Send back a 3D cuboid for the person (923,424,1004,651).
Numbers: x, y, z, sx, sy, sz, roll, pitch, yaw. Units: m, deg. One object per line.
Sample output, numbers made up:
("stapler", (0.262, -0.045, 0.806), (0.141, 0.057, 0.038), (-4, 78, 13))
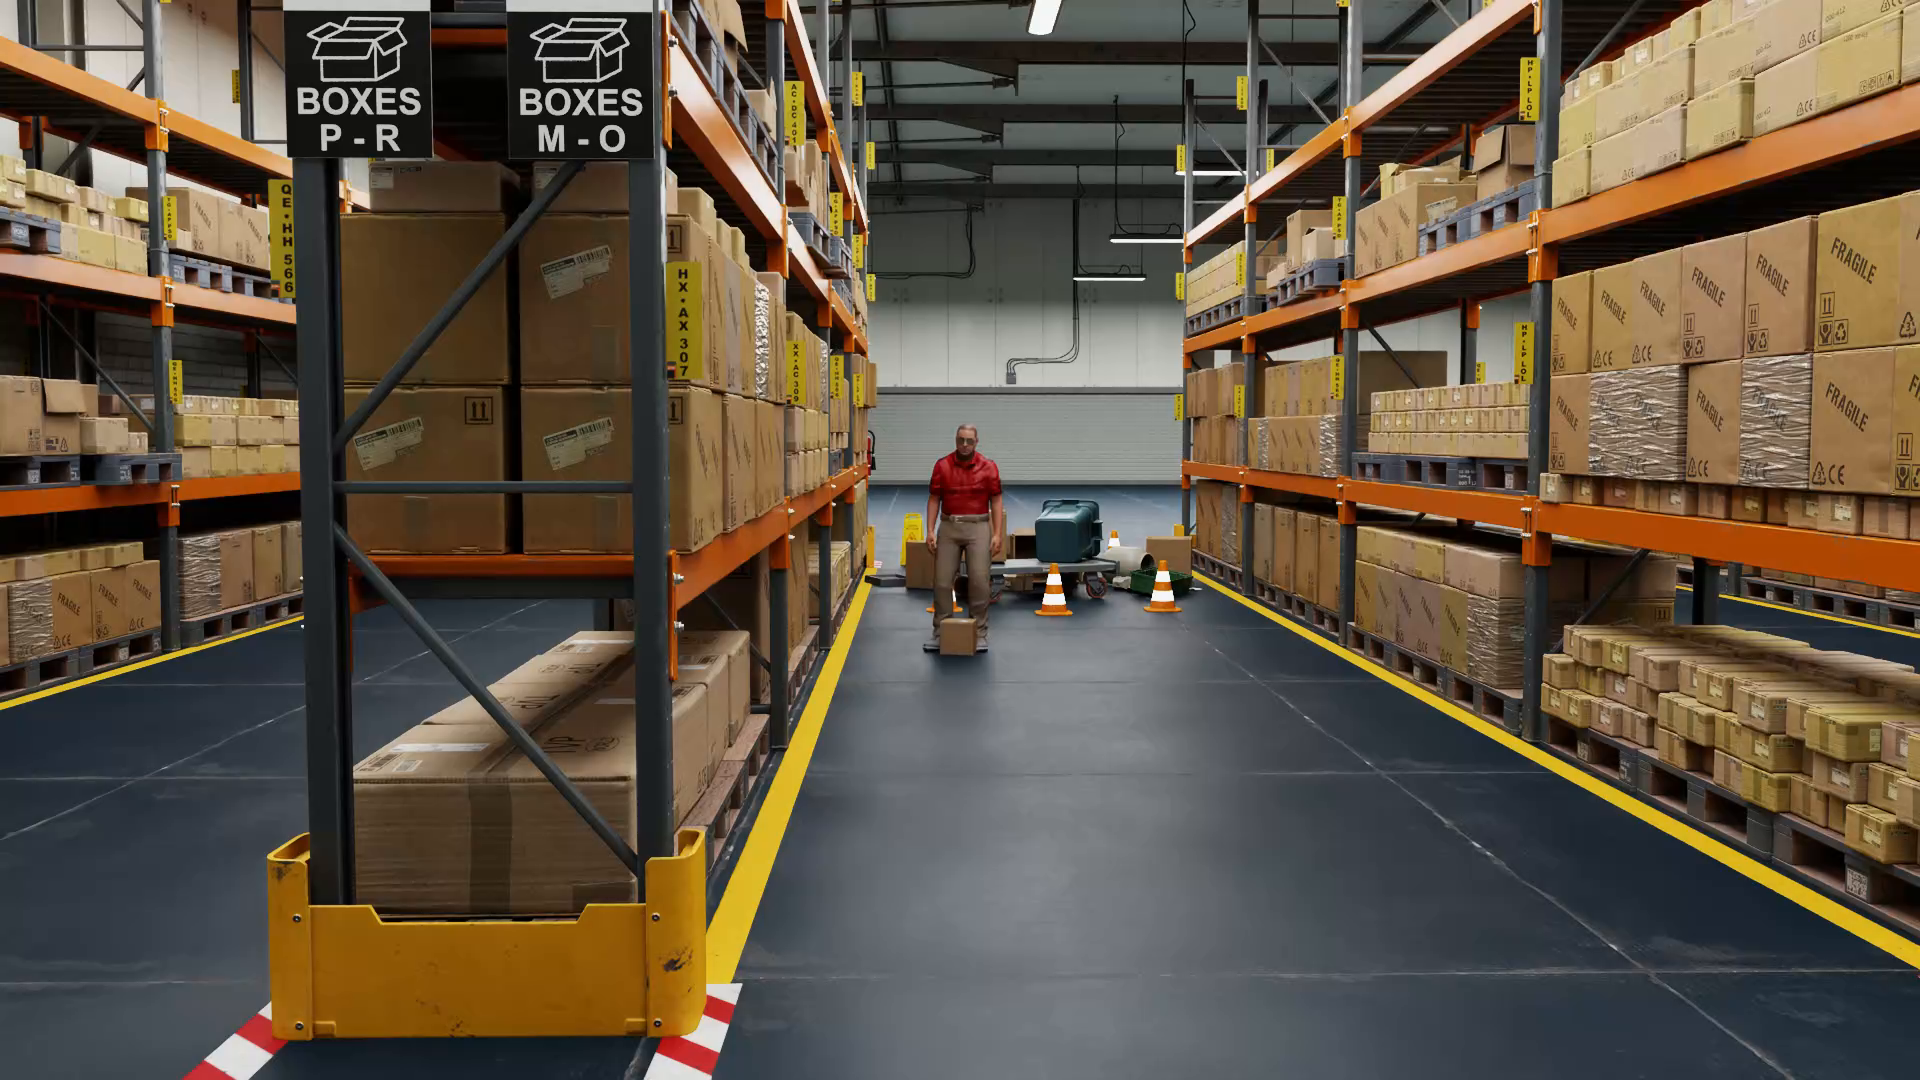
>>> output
("person", (0.028, -0.025, 12.722), (0.605, 1.726, 0.394), (0, 4, 7))
